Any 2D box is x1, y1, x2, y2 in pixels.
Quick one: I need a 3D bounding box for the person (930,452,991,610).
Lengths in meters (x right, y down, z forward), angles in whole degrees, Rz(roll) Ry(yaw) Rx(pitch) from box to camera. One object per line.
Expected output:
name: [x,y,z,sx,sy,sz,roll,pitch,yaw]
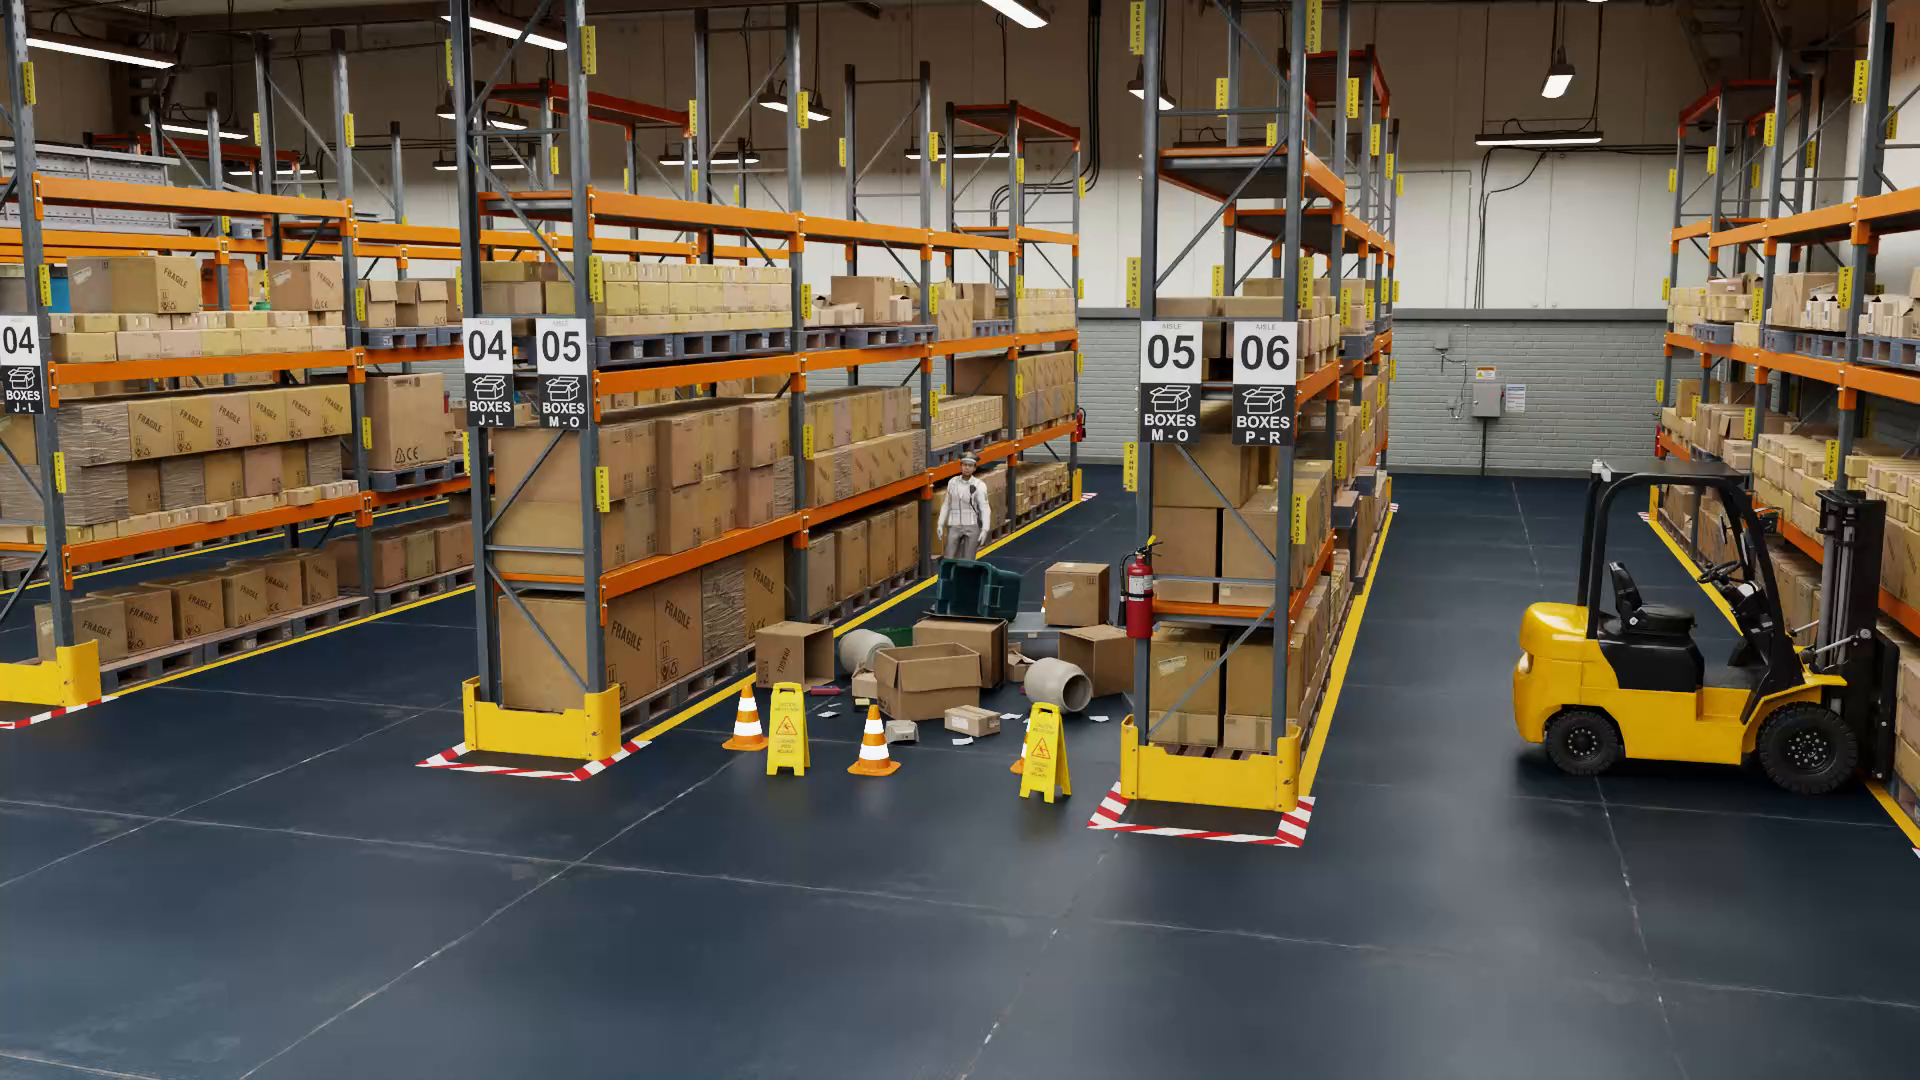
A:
person: [0.019,-0.101,17.846,0.587,1.694,0.529,2,9,16]
